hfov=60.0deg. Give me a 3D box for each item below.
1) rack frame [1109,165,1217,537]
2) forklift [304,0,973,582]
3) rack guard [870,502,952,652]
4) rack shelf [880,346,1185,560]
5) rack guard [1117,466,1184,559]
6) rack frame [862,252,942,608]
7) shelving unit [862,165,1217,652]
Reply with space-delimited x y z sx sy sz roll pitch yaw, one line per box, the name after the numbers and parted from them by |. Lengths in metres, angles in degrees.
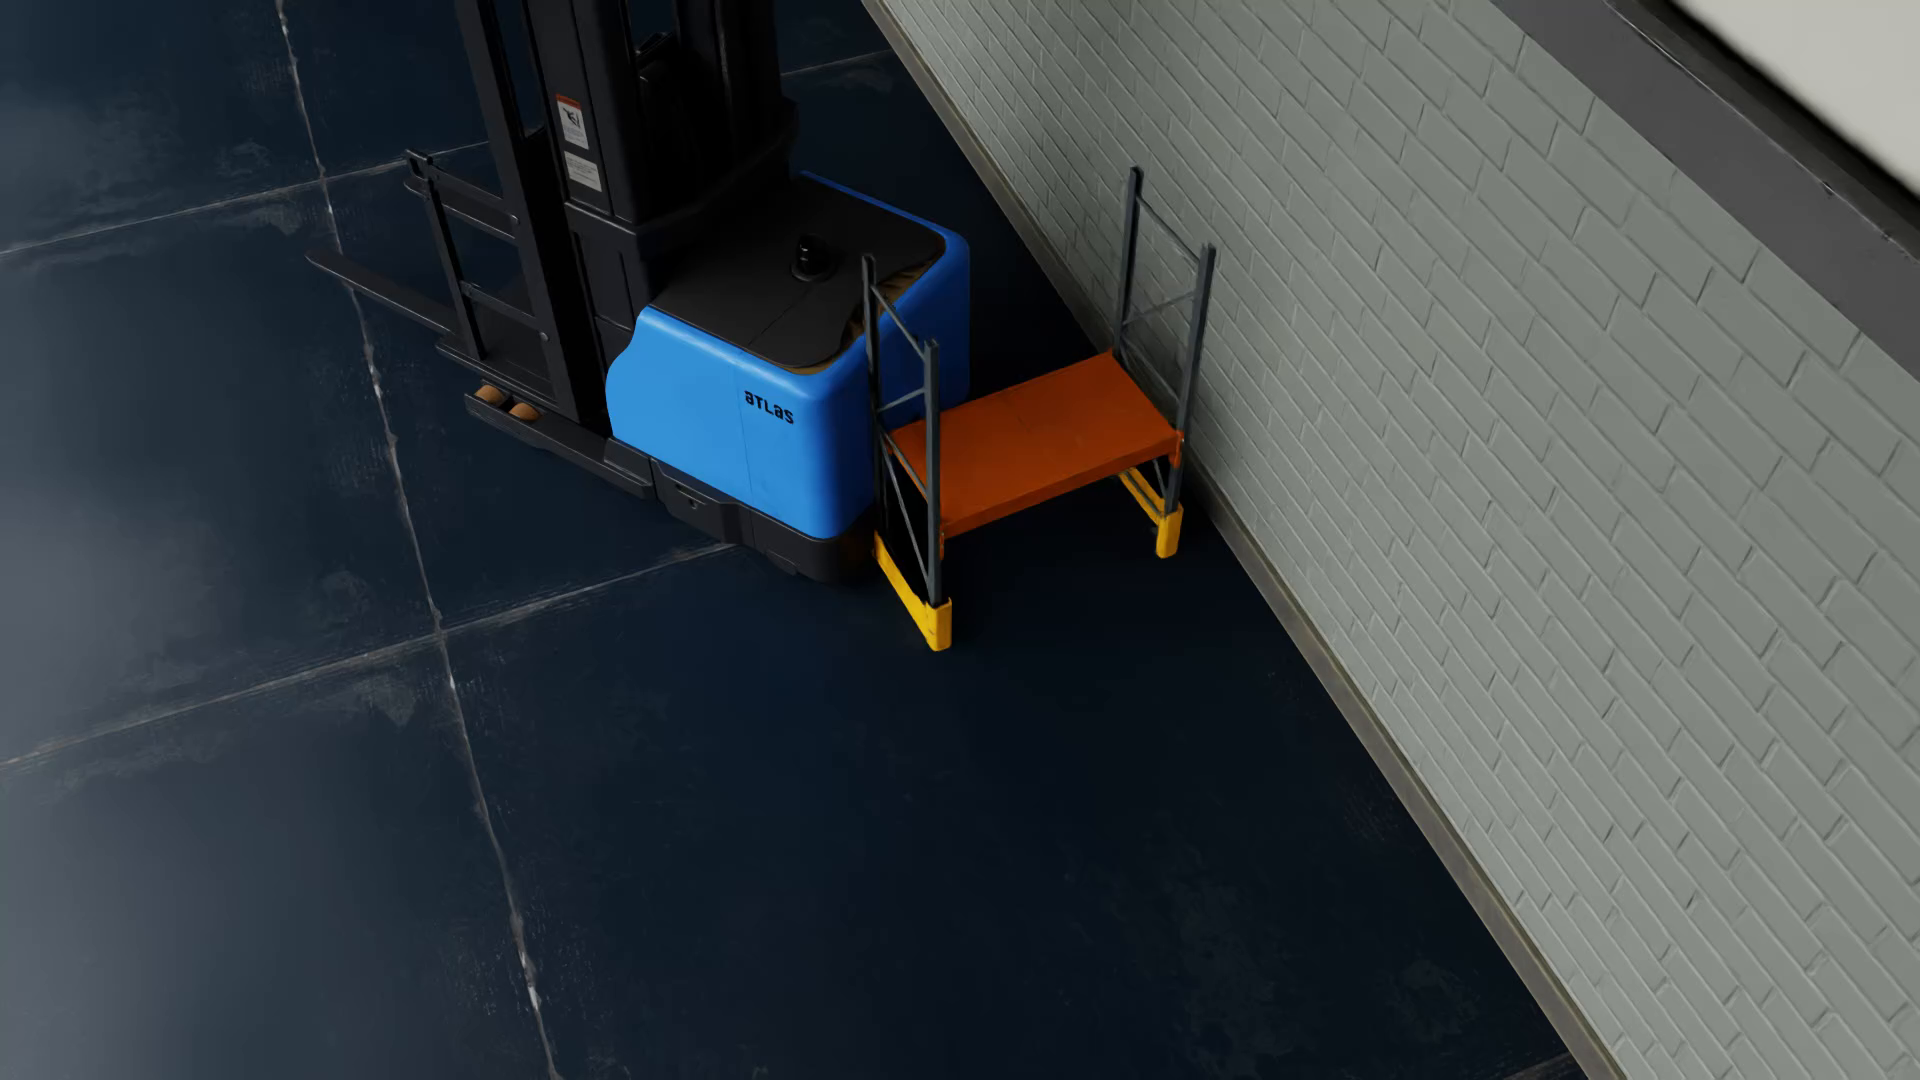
0.710 -0.628 6.141 0.032 1.500 0.500 -21 53 -17 | rack frame
-1.464 -1.671 6.094 3.031 2.935 1.130 26 54 21 | forklift
-0.193 0.130 6.313 0.087 0.250 0.587 -21 53 -17 | rack guard
0.258 -0.335 6.126 1.000 0.185 0.538 -21 53 -17 | rack shelf
0.692 -0.215 6.610 0.087 0.250 0.587 -21 53 -17 | rack guard
-0.194 -0.275 5.838 0.032 1.500 0.500 -21 53 -17 | rack frame
0.250 -0.449 5.987 1.083 1.500 0.587 -21 53 -17 | shelving unit
